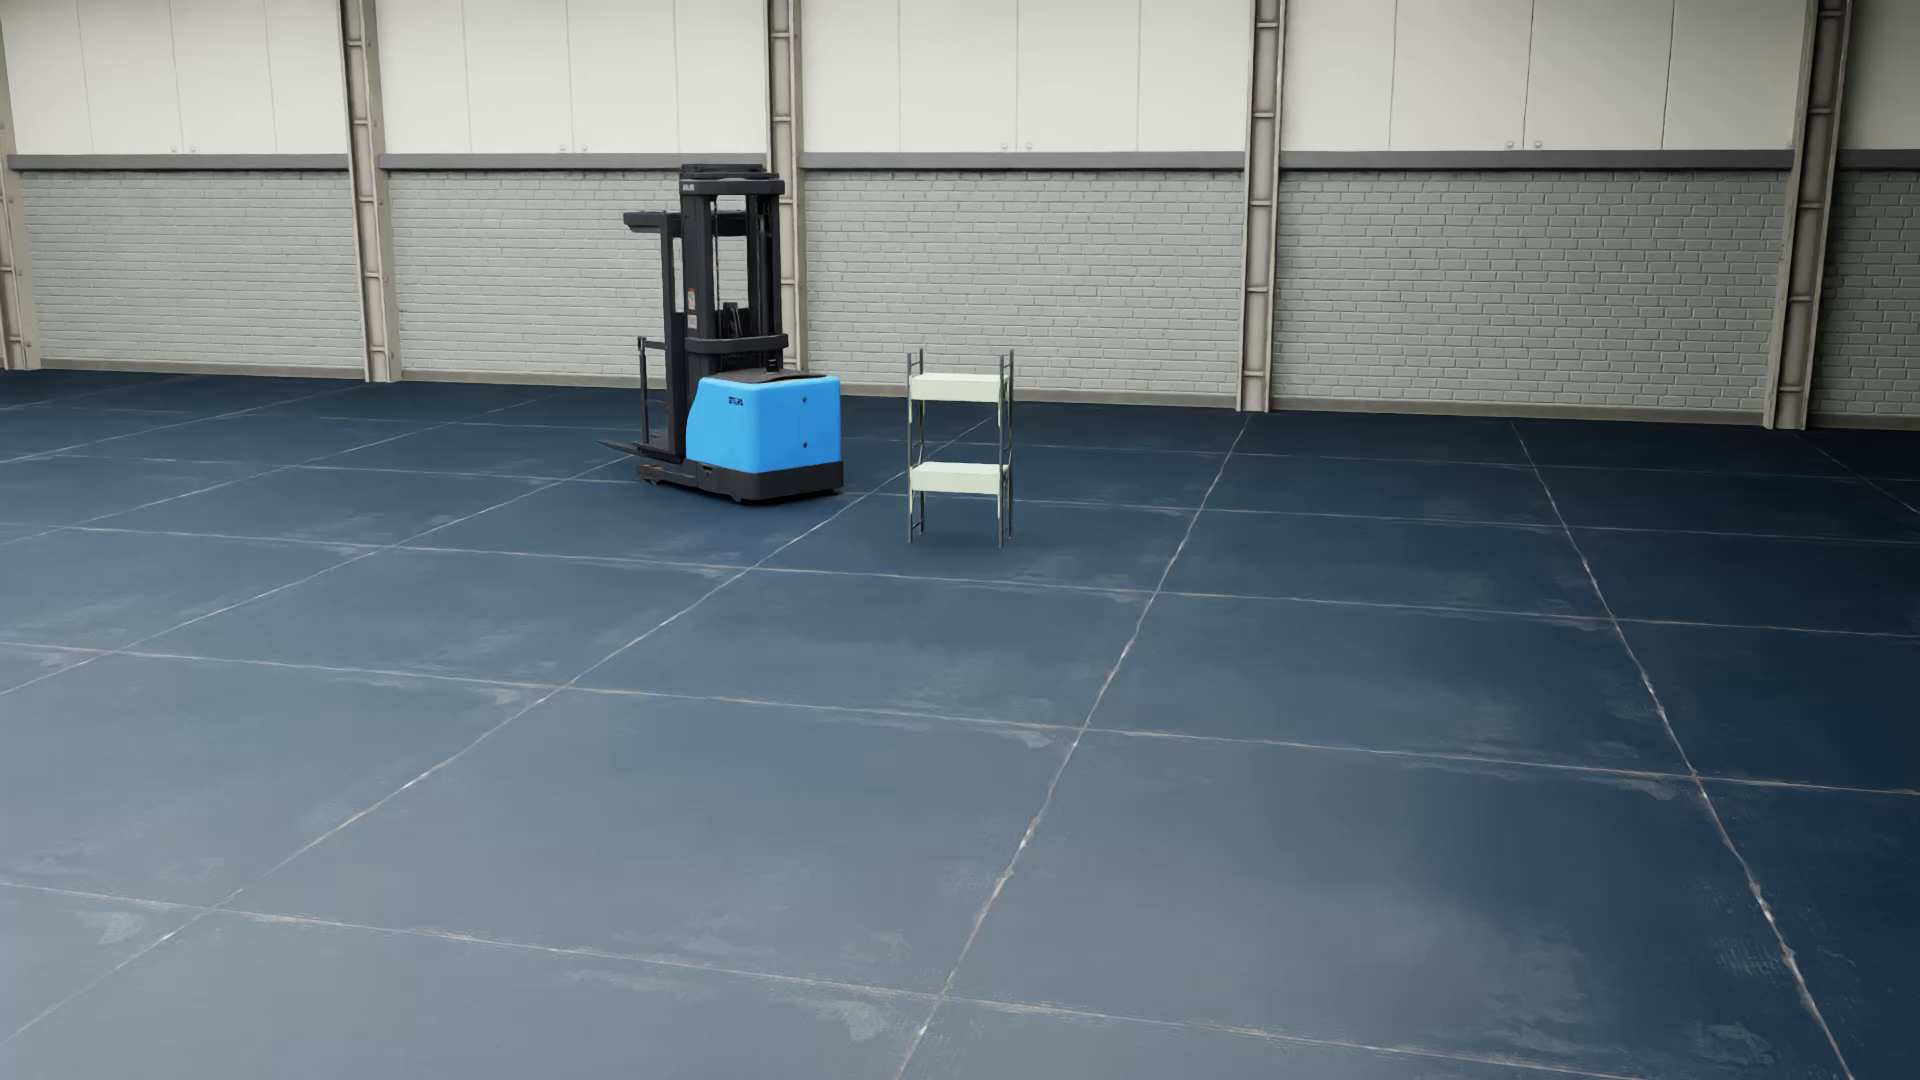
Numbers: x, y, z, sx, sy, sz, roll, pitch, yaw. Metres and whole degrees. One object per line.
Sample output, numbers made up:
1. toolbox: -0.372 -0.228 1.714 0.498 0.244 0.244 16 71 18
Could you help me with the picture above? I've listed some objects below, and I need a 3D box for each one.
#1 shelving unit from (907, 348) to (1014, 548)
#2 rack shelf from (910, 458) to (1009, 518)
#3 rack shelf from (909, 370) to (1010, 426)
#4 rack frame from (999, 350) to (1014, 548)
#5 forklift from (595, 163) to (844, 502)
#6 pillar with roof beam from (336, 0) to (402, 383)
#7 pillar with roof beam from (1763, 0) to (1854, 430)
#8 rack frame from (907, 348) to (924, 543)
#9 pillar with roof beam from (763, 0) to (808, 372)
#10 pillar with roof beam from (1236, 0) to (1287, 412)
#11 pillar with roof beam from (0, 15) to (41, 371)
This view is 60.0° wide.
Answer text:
1. shelving unit: 0.006 -0.732 13.070 0.755 1.500 0.431 3 13 14
2. rack shelf: 0.006 -0.414 13.140 0.720 0.370 0.431 3 13 14
3. rack shelf: 0.006 -1.113 12.985 0.720 0.370 0.431 3 13 14
4. rack frame: 0.362 -0.713 12.984 0.023 1.500 0.400 3 13 14
5. forklift: -2.413 -2.019 15.565 1.130 2.935 3.031 -11 17 -40
6. pillar with roof beam: -9.080 -5.708 18.186 0.400 9.000 9.100 3 13 14
7. pillar with roof beam: 8.396 -4.774 13.975 0.400 9.000 9.100 3 13 14
8. rack frame: -0.349 -0.751 13.155 0.023 1.500 0.400 3 13 14
9. pillar with roof beam: -3.255 -5.397 16.782 0.400 9.000 9.100 3 13 14
10. pillar with roof beam: 2.570 -5.085 15.379 0.400 9.000 9.100 3 13 14
11. pillar with roof beam: -14.905 -6.019 19.589 0.400 9.000 9.100 3 13 14
